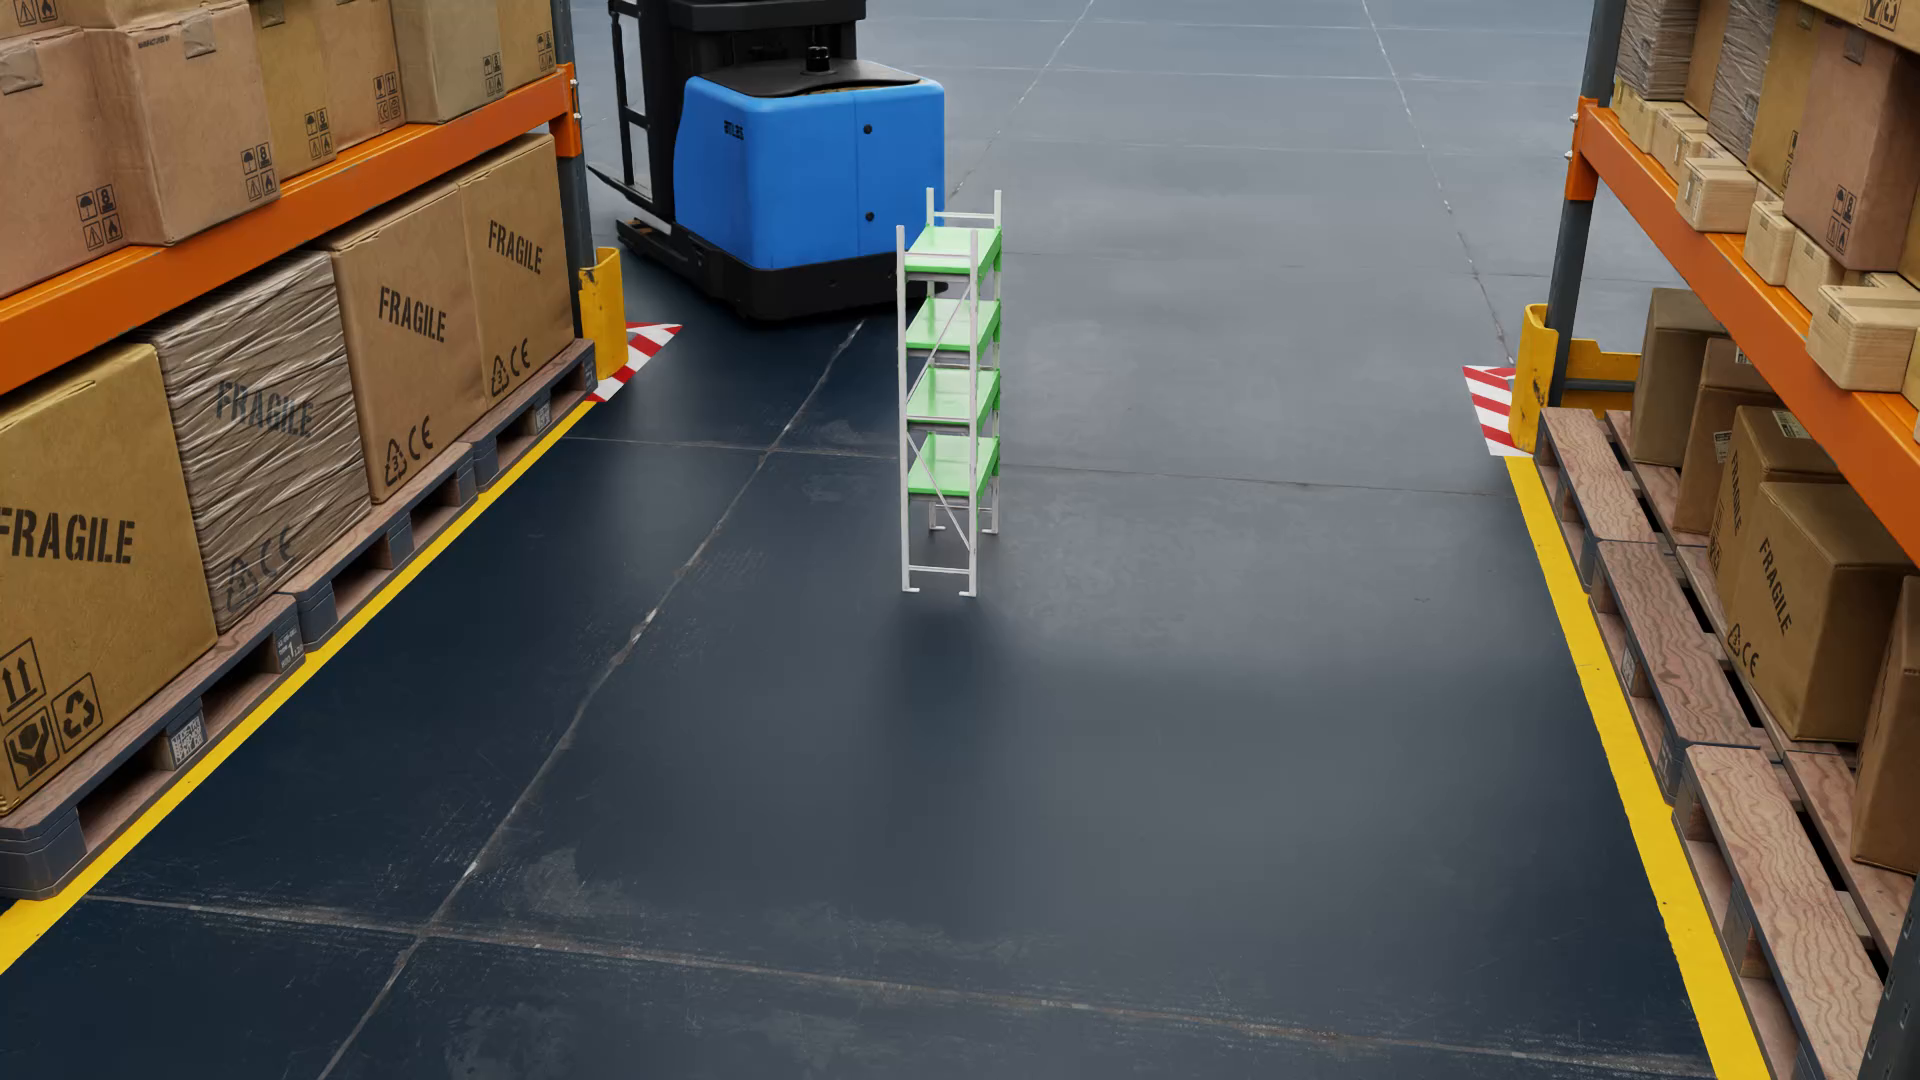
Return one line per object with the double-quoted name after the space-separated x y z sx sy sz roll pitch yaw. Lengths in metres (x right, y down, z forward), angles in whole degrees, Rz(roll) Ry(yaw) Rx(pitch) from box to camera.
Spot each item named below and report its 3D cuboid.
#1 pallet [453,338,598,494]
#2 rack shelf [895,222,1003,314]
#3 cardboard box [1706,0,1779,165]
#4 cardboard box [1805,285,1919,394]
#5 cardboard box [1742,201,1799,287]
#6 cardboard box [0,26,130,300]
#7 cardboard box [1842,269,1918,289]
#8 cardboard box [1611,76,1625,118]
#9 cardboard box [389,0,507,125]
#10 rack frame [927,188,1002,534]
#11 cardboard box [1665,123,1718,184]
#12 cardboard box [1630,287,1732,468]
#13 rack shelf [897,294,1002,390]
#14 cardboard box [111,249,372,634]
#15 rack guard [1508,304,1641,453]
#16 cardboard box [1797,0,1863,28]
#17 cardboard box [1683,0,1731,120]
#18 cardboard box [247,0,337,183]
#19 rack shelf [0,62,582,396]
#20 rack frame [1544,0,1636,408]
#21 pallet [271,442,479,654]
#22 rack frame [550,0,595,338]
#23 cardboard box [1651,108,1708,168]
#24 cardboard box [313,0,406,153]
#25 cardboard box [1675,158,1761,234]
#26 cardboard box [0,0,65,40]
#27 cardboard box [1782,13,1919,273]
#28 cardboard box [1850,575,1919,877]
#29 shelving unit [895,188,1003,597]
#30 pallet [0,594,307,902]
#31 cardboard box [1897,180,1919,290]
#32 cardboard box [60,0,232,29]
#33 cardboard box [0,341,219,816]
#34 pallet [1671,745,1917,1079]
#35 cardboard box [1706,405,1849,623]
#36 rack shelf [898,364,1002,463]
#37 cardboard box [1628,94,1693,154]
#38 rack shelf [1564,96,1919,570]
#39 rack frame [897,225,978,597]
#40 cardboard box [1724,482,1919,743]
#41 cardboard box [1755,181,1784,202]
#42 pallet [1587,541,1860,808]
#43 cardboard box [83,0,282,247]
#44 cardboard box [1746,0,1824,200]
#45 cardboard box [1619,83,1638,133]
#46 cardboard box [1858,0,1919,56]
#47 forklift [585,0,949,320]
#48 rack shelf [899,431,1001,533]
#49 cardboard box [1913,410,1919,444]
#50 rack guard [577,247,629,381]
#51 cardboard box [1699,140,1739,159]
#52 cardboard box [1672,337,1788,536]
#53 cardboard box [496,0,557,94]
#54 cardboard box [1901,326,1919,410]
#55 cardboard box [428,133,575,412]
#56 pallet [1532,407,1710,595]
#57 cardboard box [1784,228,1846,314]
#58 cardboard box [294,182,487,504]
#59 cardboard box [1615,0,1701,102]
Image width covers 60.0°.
-2.142 -0.545 6.666 1.003 0.211 1.213 4 25 9 "pallet"
-0.027 -0.851 5.171 0.258 0.148 0.480 4 25 9 "rack shelf"
2.584 -1.291 4.500 0.875 0.500 0.500 4 25 9 "cardboard box"
1.961 -0.403 3.368 0.380 0.149 0.250 4 25 9 "cardboard box"
2.140 -0.712 4.030 0.380 0.149 0.250 4 25 9 "cardboard box"
-2.626 -0.930 4.022 0.875 0.550 0.550 4 25 9 "cardboard box"
2.132 -0.498 3.572 0.380 0.149 0.250 4 25 9 "cardboard box"
2.507 -1.546 5.811 0.380 0.149 0.250 4 25 9 "cardboard box"
-2.172 -1.826 5.937 0.875 0.550 0.550 4 25 9 "cardboard box"
0.013 -0.576 5.566 0.240 1.200 0.015 4 25 9 "rack frame"
2.323 -1.129 4.920 0.380 0.149 0.250 4 25 9 "cardboard box"
2.670 -0.560 5.862 0.500 0.500 0.500 9 27 18 "cardboard box"
-0.027 -0.634 5.273 0.258 0.148 0.480 4 25 9 "rack shelf"
-2.427 -0.339 4.946 0.875 0.875 0.875 4 25 9 "cardboard box"
2.776 -0.598 6.439 1.175 0.500 0.348 4 25 9 "rack guard"
2.100 -1.348 3.443 0.500 0.500 0.500 4 25 9 "cardboard box"
2.708 -1.497 4.941 0.875 0.500 0.500 4 25 9 "cardboard box"
-2.434 -1.376 4.975 0.875 0.550 0.500 4 25 9 "cardboard box"
-2.415 -0.986 5.167 1.077 0.370 4.000 4 25 9 "rack shelf"
2.789 -1.762 5.977 1.000 3.000 0.127 4 25 9 "rack frame"
-2.343 -0.037 5.580 1.003 0.211 1.213 4 25 9 "pallet"
-2.088 -2.148 6.801 1.000 3.000 0.127 4 25 9 "rack frame"
2.371 -1.233 5.143 0.380 0.149 0.250 4 25 9 "cardboard box"
-2.388 -1.601 5.455 0.875 0.550 0.550 4 25 9 "cardboard box"
2.166 -0.925 4.485 0.380 0.149 0.250 4 25 9 "cardboard box"
-2.673 -1.422 3.800 0.875 0.550 0.550 4 25 9 "cardboard box"
2.368 -0.876 3.615 0.875 0.500 0.500 4 25 9 "cardboard box"
2.326 0.448 3.708 0.500 0.500 0.500 13 28 25 "cardboard box"
-0.027 -0.474 5.348 0.258 1.200 0.503 4 25 9 "shelving unit"
-2.540 0.475 4.486 1.003 0.211 1.213 4 25 9 "pallet"
2.386 -0.660 3.153 0.875 0.500 0.500 4 25 9 "cardboard box"
-2.449 -1.639 4.262 0.875 0.550 0.550 4 25 9 "cardboard box"
-2.570 0.039 4.140 0.875 0.875 0.875 4 25 9 "cardboard box"
2.210 0.890 3.599 1.003 0.211 1.213 4 25 9 "pallet"
2.485 -0.048 4.766 0.500 0.500 0.500 6 26 13 "cardboard box"
-0.027 -0.416 5.375 0.258 0.148 0.480 4 25 9 "rack shelf"
2.391 -1.339 5.369 0.380 0.149 0.250 4 25 9 "cardboard box"
2.462 -0.600 4.342 1.077 0.370 4.000 4 25 9 "rack shelf"
-0.067 -0.372 5.130 0.240 1.200 0.015 4 25 9 "rack frame"
2.350 0.183 4.274 0.500 0.500 0.500 2 25 4 "cardboard box"
2.256 -0.812 4.242 0.380 0.149 0.250 4 25 9 "cardboard box"
2.407 0.378 4.692 1.003 0.211 1.213 4 25 9 "pallet"
-2.421 -1.148 4.487 0.875 0.550 0.550 4 25 9 "cardboard box"
2.491 -1.082 4.055 0.875 0.500 0.500 4 25 9 "cardboard box"
2.447 -1.443 5.590 0.380 0.149 0.250 4 25 9 "cardboard box"
2.017 -1.139 2.996 0.500 0.500 0.500 4 25 9 "cardboard box"
-1.233 -2.939 8.572 1.130 2.935 3.031 -14 28 -27 "forklift"
-0.027 -0.199 5.477 0.258 0.148 0.480 4 25 9 "rack shelf"
1.930 -0.190 2.914 0.380 0.149 0.250 4 25 9 "cardboard box"
-2.084 -1.026 7.353 1.175 0.500 0.348 4 25 9 "rack guard"
2.309 -1.023 4.693 0.380 0.149 0.250 4 25 9 "cardboard box"
2.606 -0.308 5.323 0.500 0.500 0.500 11 27 22 "cardboard box"
-2.104 -2.058 6.431 0.875 0.550 0.550 4 25 9 "cardboard box"
2.030 -0.290 3.128 0.380 0.149 0.250 4 25 9 "cardboard box"
-2.134 -1.088 6.547 0.875 0.875 0.875 4 25 9 "cardboard box"
2.609 -0.130 5.779 1.003 0.211 1.213 4 25 9 "pallet"
2.133 -0.605 3.801 0.380 0.149 0.250 4 25 9 "cardboard box"
-2.276 -0.720 5.760 0.875 0.875 0.875 4 25 8 "cardboard box"
2.672 -1.714 5.405 0.875 0.500 0.500 4 25 9 "cardboard box"
